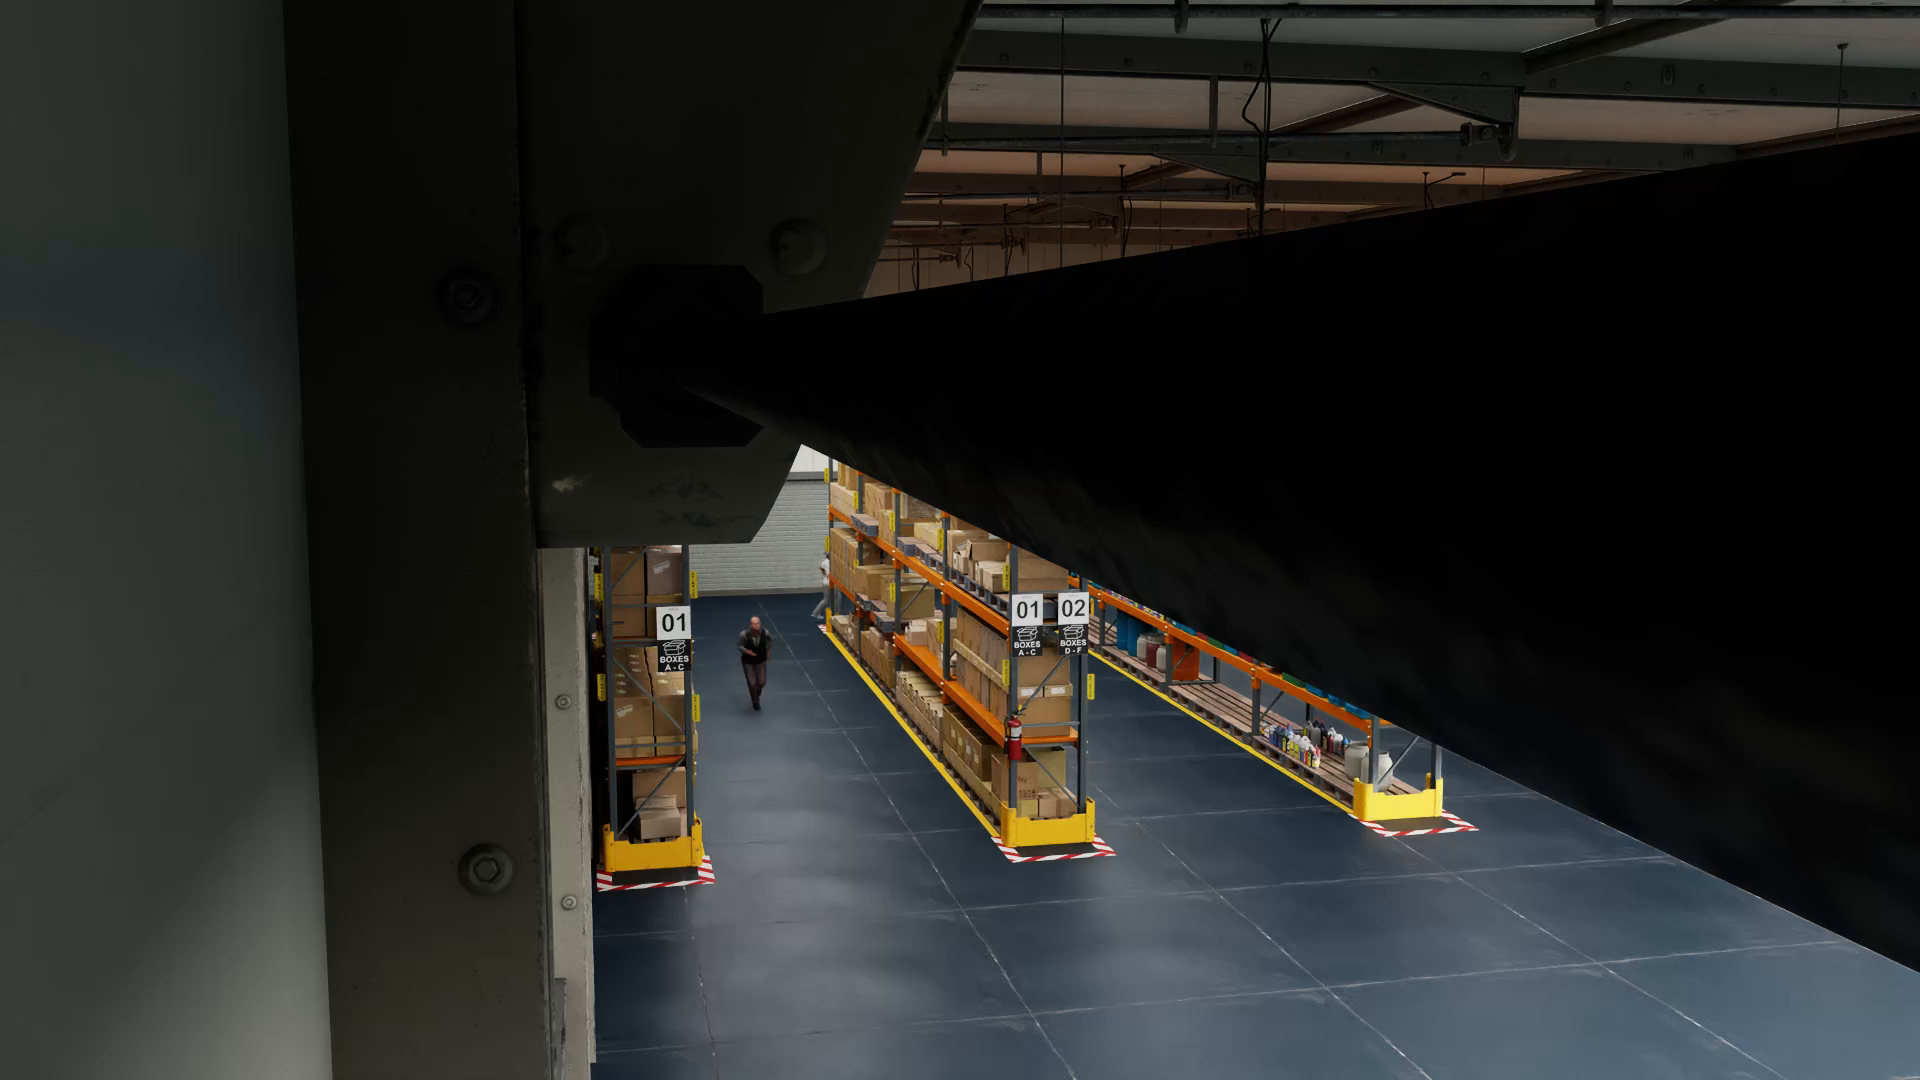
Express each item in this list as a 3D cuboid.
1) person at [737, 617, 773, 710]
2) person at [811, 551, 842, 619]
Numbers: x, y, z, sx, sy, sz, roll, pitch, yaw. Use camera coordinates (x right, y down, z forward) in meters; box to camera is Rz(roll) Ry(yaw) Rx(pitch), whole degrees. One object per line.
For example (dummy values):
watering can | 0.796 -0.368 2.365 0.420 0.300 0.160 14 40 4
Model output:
person | -3.521 2.127 28.668 0.649 1.650 0.722 -1 7 -12
person | -2.988 1.047 37.698 0.772 1.749 0.578 -1 7 -5
